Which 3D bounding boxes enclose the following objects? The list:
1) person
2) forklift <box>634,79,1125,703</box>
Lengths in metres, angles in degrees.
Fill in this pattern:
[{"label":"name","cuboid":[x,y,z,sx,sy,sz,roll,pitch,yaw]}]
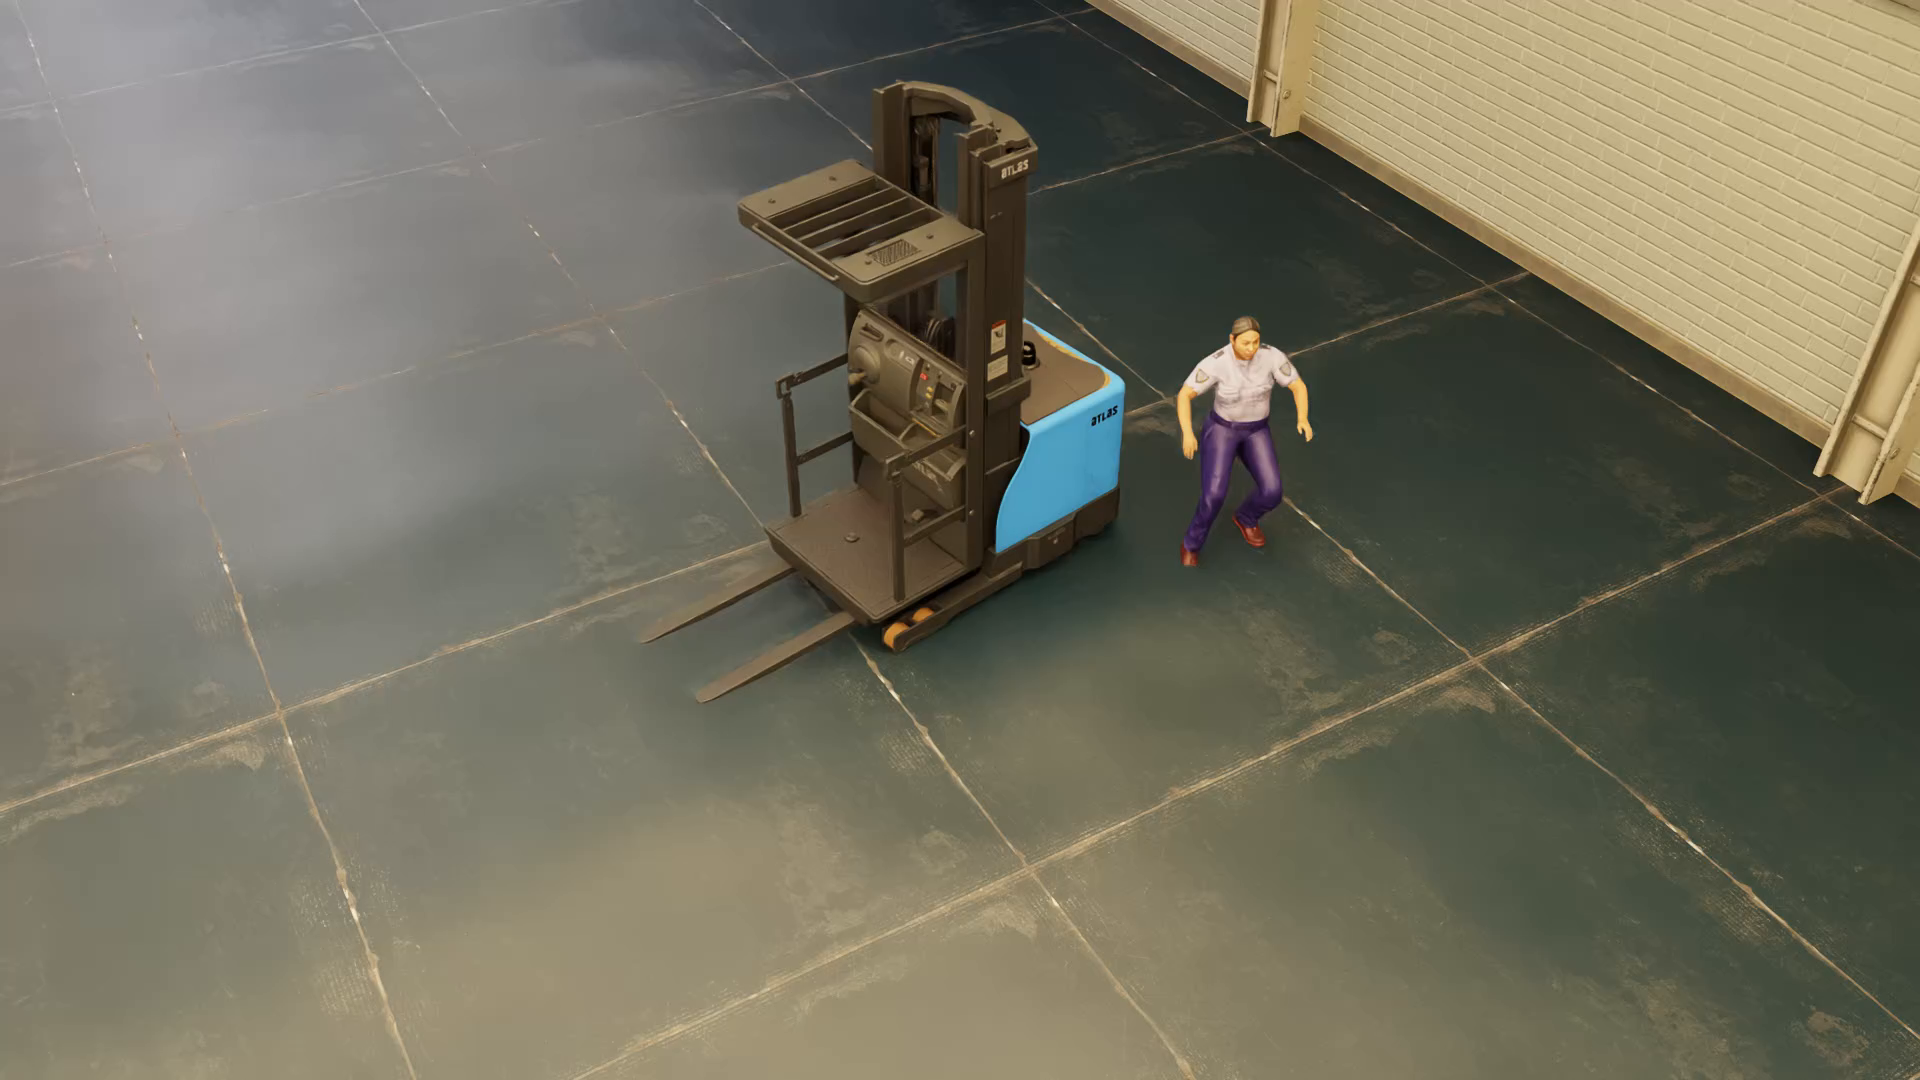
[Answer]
[{"label":"person","cuboid":[1.666,-0.575,9.930,0.811,1.525,0.651,-9,41,-11]},{"label":"forklift","cuboid":[-0.460,-0.869,9.084,3.031,2.935,1.130,-29,47,-30]}]
